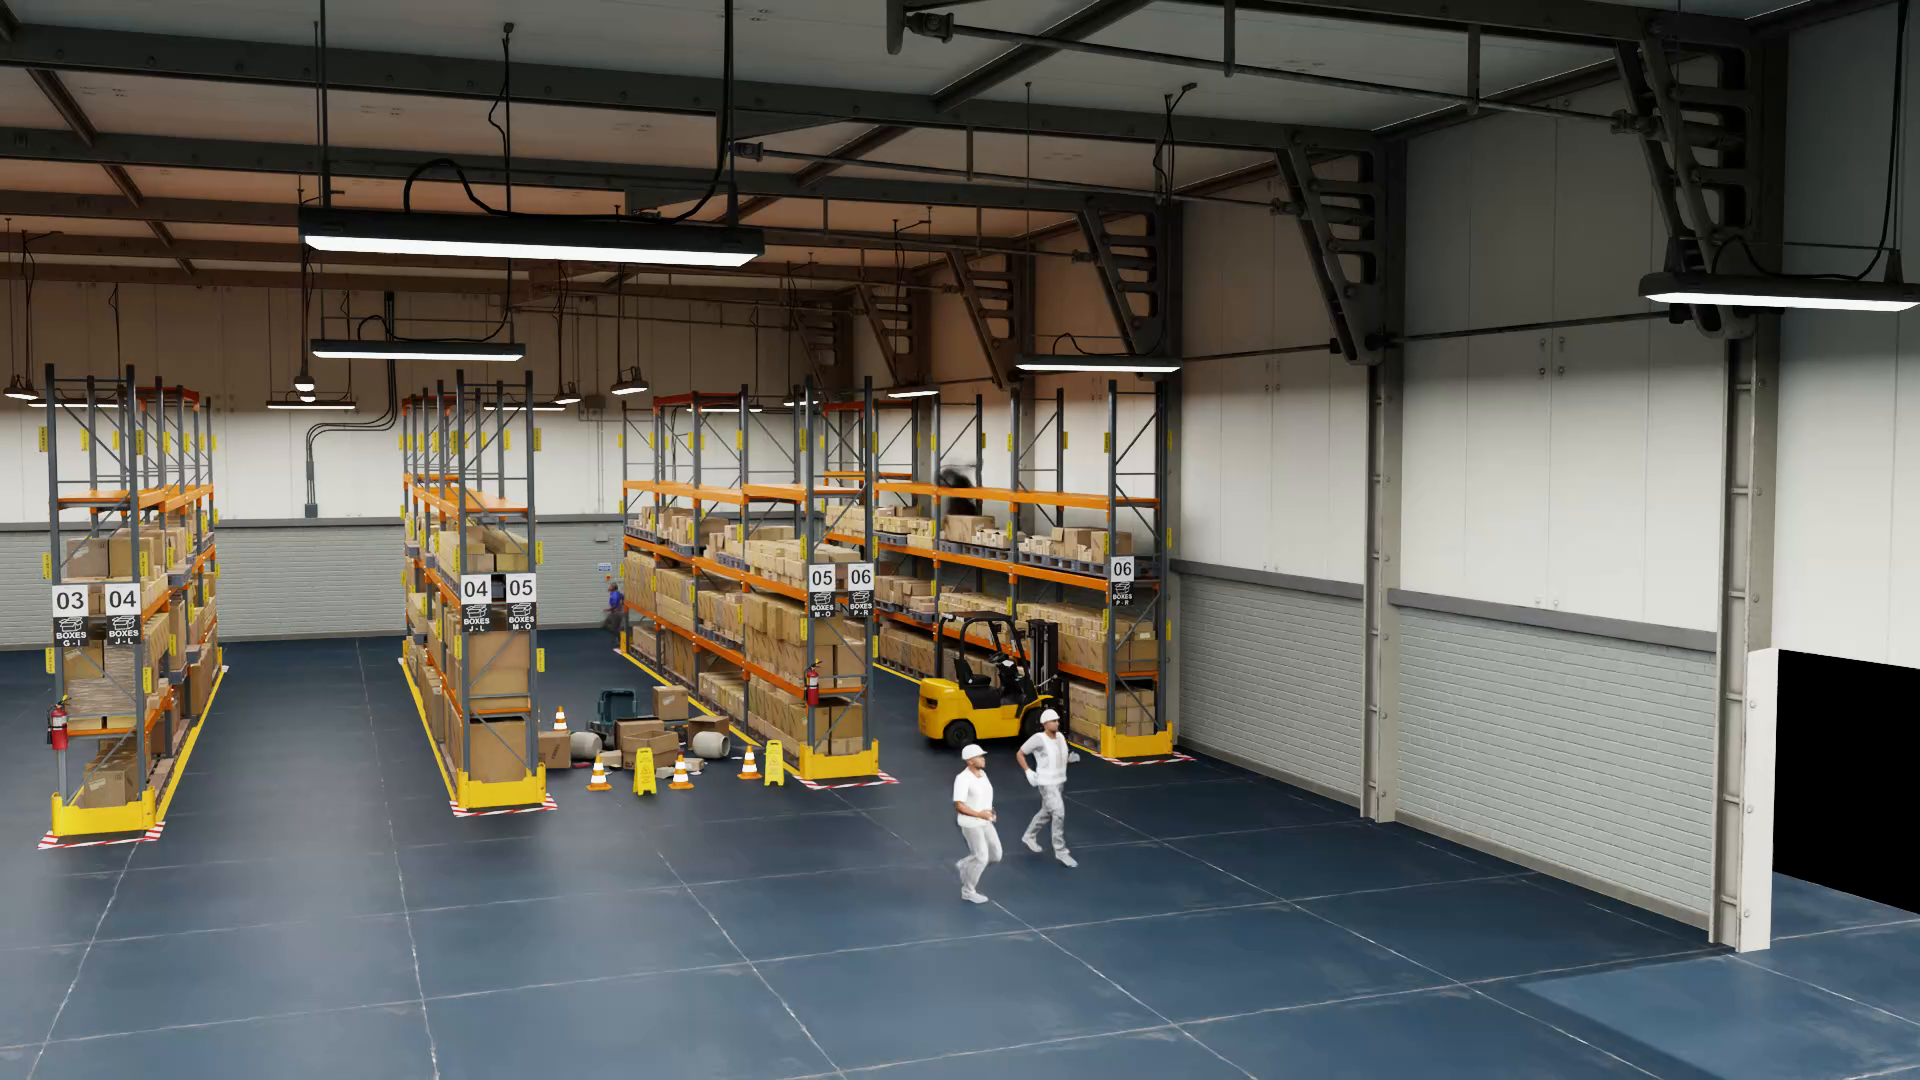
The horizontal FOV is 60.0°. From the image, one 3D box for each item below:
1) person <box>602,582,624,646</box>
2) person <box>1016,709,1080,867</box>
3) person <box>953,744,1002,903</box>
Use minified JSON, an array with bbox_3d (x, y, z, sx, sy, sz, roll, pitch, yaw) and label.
[{"bbox_3d":[-8.497,1.877,40.905,0.607,1.487,0.611,-1,3,-13],"label":"person"},{"bbox_3d":[1.073,2.929,19.876,0.883,1.821,0.674,2,4,35],"label":"person"},{"bbox_3d":[0.184,3.083,18.126,0.582,1.723,0.700,2,4,26],"label":"person"}]
